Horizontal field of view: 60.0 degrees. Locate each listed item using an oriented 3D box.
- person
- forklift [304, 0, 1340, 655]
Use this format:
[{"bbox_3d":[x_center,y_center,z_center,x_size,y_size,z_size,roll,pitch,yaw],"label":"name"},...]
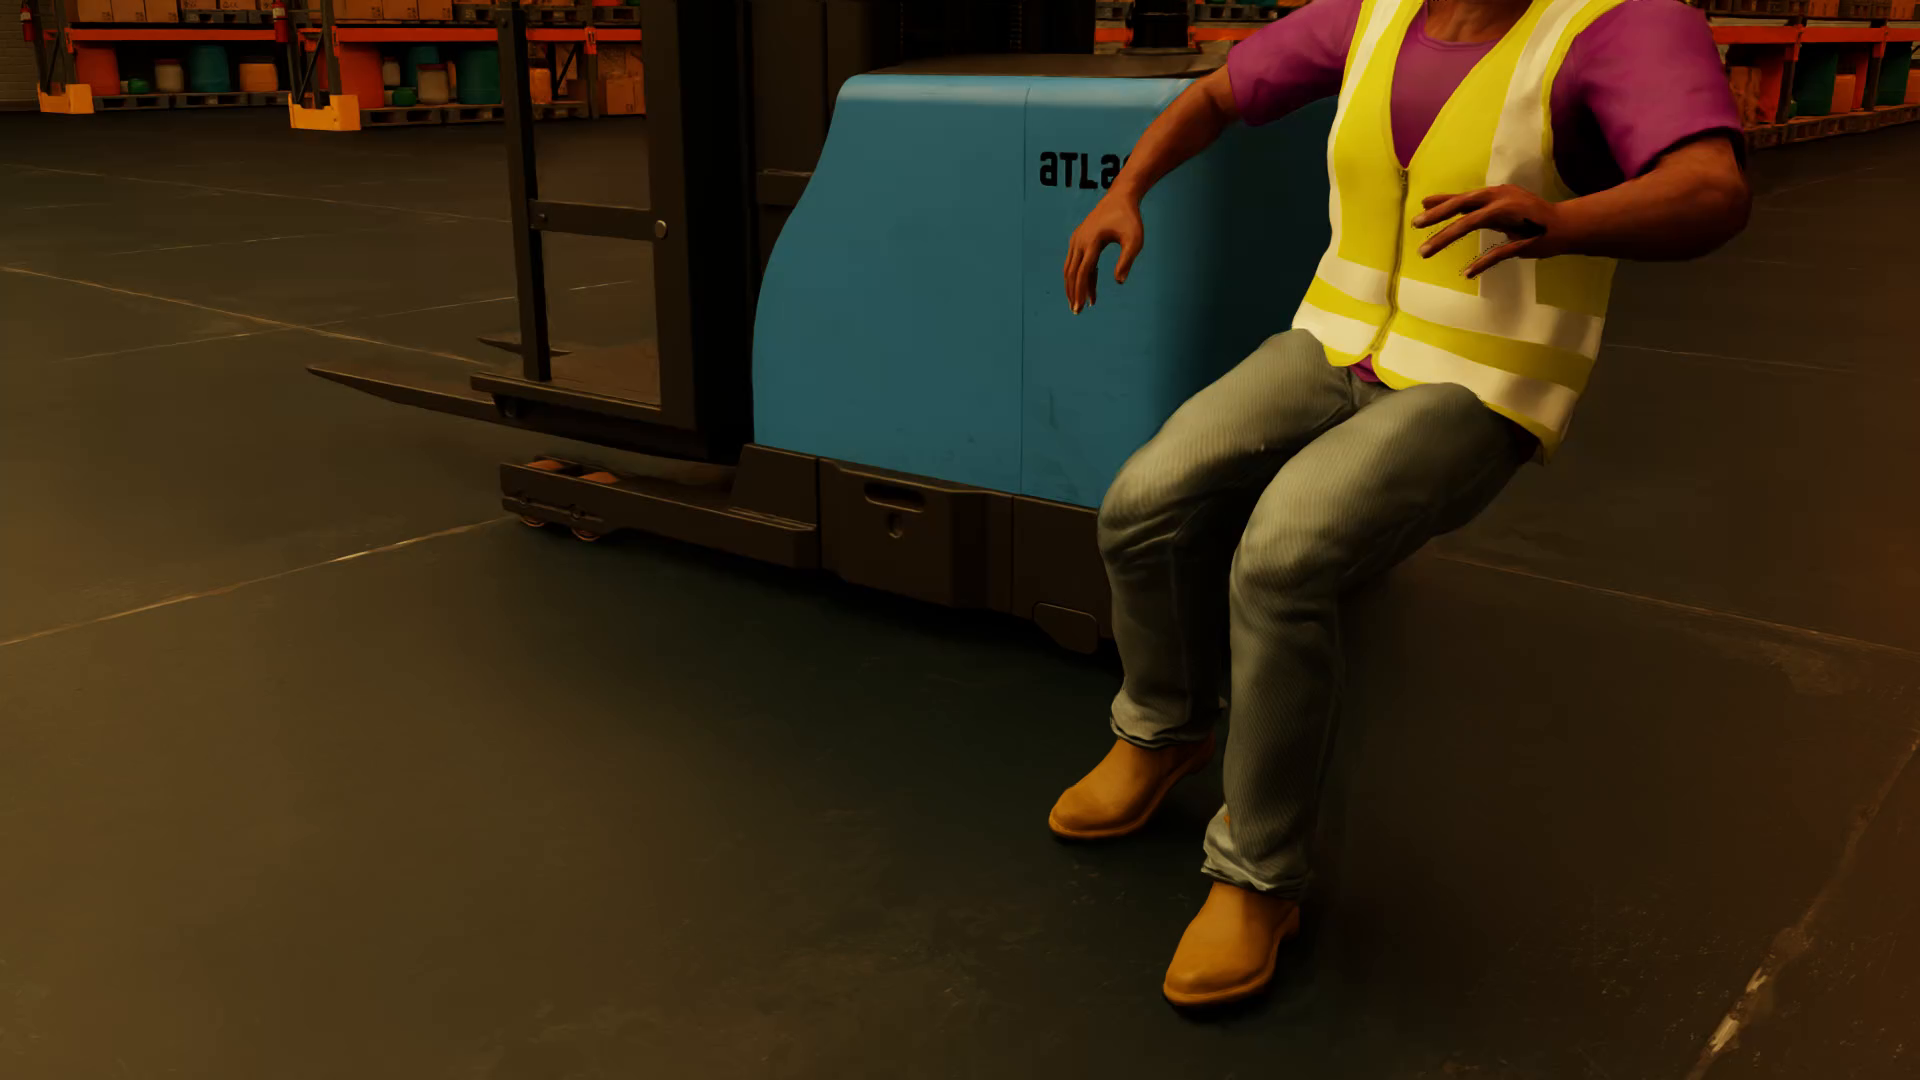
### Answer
[{"bbox_3d":[0.495,-0.241,2.181,0.926,1.508,0.874,16,23,42],"label":"person"},{"bbox_3d":[-0.495,-1.507,3.860,3.031,2.935,1.130,12,21,35],"label":"forklift"}]
